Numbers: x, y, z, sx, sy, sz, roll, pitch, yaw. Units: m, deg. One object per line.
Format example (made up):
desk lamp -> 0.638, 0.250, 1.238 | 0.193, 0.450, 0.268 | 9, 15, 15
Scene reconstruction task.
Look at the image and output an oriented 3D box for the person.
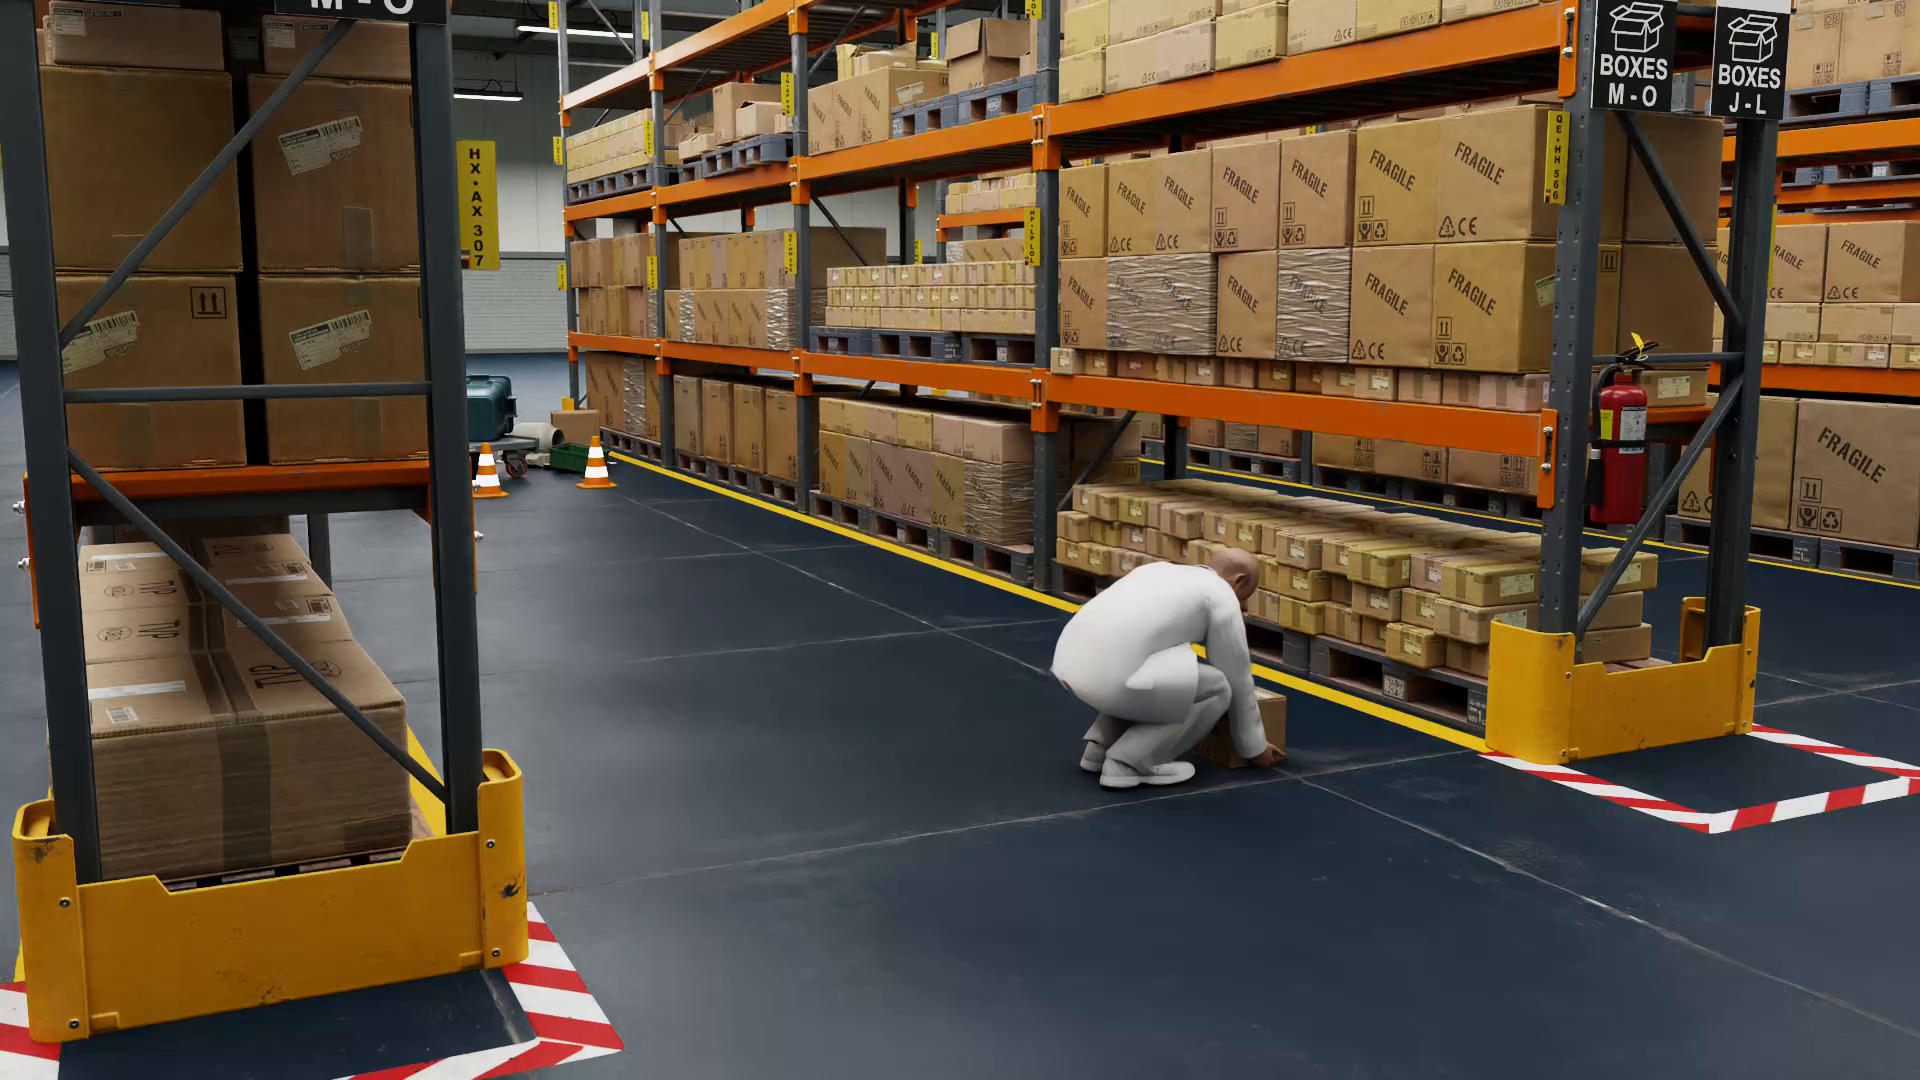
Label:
person -> 3.053, -0.650, 14.120 | 12.265, 0.859, 12.922 | -4, 9, -26
